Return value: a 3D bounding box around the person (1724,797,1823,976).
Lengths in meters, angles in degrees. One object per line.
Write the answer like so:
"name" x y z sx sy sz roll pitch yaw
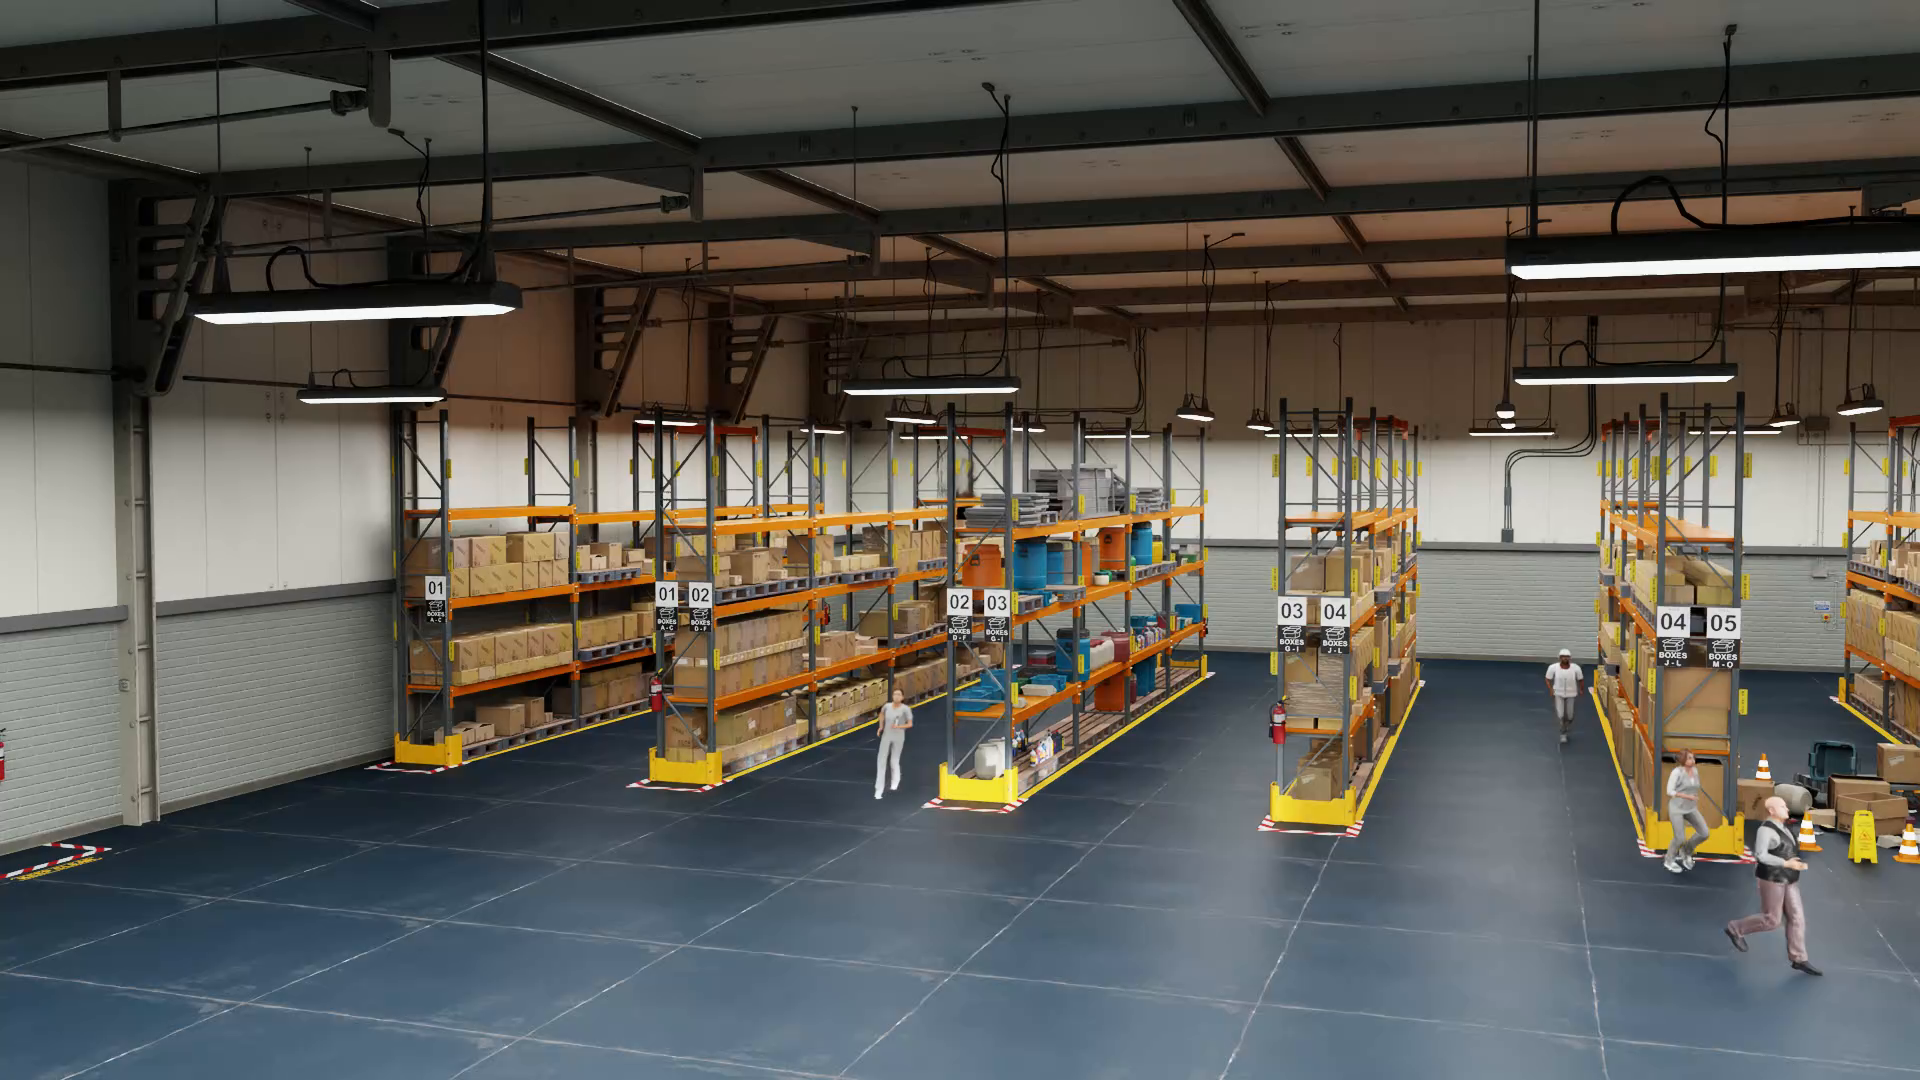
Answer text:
"person" 8.154 3.423 16.631 0.661 1.718 0.935 -2 3 -39

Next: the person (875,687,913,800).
"person" -0.994 3.087 25.482 0.569 1.696 0.846 1 2 12

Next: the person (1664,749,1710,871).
"person" 8.946 3.341 20.488 0.559 1.550 0.670 -1 3 -15

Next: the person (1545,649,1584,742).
"person" 11.100 2.844 30.562 0.682 1.710 0.622 1 3 15
